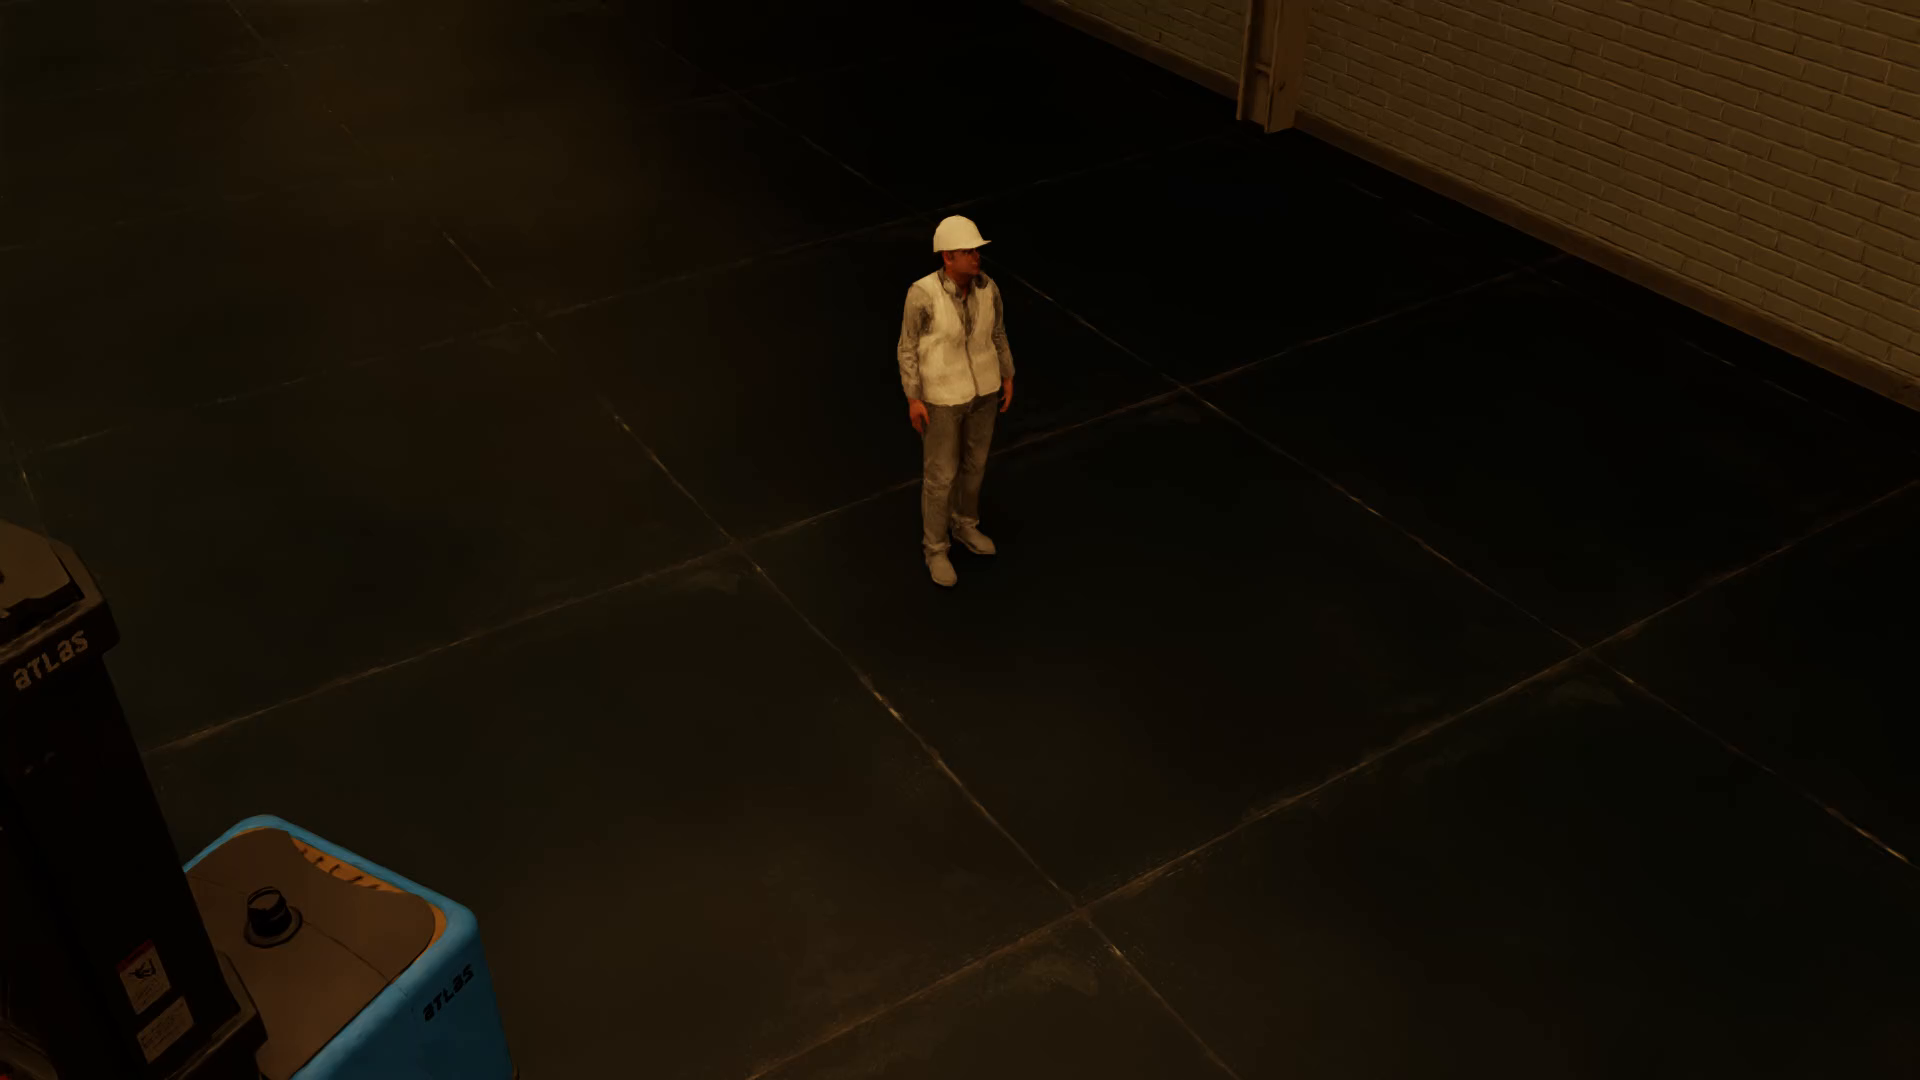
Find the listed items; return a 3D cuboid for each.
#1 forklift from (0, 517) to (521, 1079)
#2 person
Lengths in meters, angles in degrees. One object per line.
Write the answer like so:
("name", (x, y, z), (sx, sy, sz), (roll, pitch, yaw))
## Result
("forklift", (-2.639, 1.450, 4.084), (1.130, 2.935, 3.031), (17, 39, 23))
("person", (0.027, -0.699, 8.137), (0.632, 1.773, 0.567), (-21, 40, -27))
